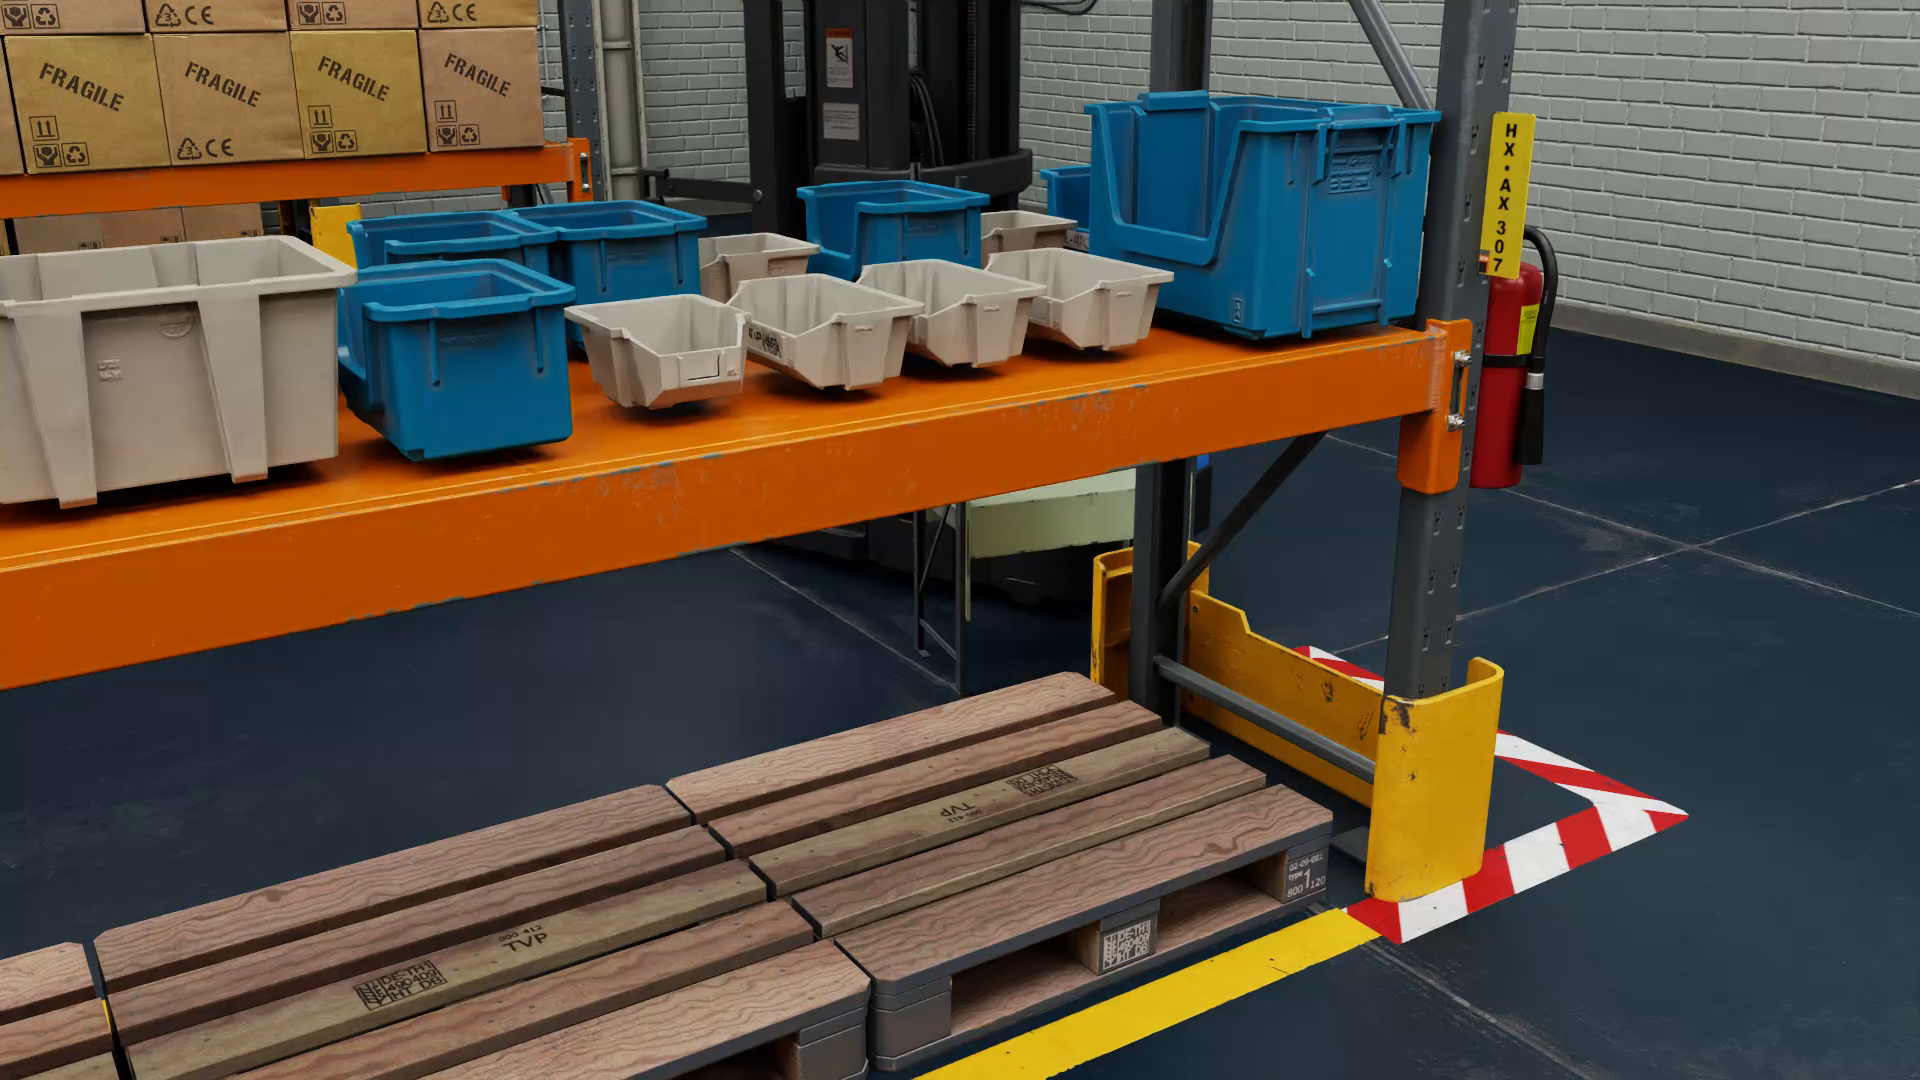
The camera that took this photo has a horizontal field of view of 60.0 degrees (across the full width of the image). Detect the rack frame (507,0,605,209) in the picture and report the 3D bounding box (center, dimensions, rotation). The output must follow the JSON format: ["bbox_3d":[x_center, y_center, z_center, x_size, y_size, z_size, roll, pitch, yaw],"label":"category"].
[{"bbox_3d":[-1.931,-2.089,7.741,0.127,3.000,1.000,-12,22,-31],"label":"rack frame"}]

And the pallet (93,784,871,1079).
[{"bbox_3d":[-0.938,0.906,3.236,1.213,0.211,1.003,-12,22,-31],"label":"pallet"}]

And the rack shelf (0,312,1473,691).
[{"bbox_3d":[-0.880,-0.071,2.893,4.000,0.370,1.077,-12,22,-31],"label":"rack shelf"}]

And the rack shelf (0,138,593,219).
[{"bbox_3d":[-3.602,-1.396,6.814,4.000,0.370,1.077,-12,22,-31],"label":"rack shelf"}]

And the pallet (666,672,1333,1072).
[{"bbox_3d":[0.080,0.692,3.868,1.213,0.211,1.003,-12,22,-31],"label":"pallet"}]

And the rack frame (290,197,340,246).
[{"bbox_3d":[-4.659,-3.414,11.658,0.127,3.000,1.000,-12,22,-31],"label":"rack frame"}]

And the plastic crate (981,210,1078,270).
[{"bbox_3d":[0.089,-0.677,3.883,0.298,0.136,0.250,-12,22,-31],"label":"plastic crate"}]

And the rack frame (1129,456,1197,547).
[{"bbox_3d":[0.622,-0.394,5.068,0.023,1.500,0.400,-7,20,-20],"label":"rack frame"}]

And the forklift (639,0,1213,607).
[{"bbox_3d":[-0.596,-1.503,6.114,3.031,2.935,1.130,11,22,30],"label":"forklift"}]

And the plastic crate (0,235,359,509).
[{"bbox_3d":[-1.174,-0.251,2.395,0.530,0.282,0.437,-12,22,-31],"label":"plastic crate"}]

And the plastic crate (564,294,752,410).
[{"bbox_3d":[-0.498,-0.315,2.812,0.250,0.136,0.298,-12,22,-31],"label":"plastic crate"}]

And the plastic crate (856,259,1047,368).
[{"bbox_3d":[-0.042,-0.428,3.145,0.243,0.136,0.396,-12,22,-31],"label":"plastic crate"}]

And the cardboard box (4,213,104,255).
[{"bbox_3d":[-6.026,-2.101,11.024,0.500,0.500,0.700,-13,22,-33],"label":"cardboard box"}]

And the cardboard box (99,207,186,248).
[{"bbox_3d":[-5.606,-2.190,11.287,0.500,0.500,0.700,-12,22,-32],"label":"cardboard box"}]

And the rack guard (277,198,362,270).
[{"bbox_3d":[-4.639,-2.234,12.071,0.348,0.500,1.175,-12,22,-31],"label":"rack guard"}]

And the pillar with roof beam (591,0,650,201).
[{"bbox_3d":[-0.512,-5.811,9.383,0.400,9.000,9.100,-12,22,-31],"label":"pillar with roof beam"}]

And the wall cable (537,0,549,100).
[{"bbox_3d":[-4.110,-4.373,12.911,1.851,1.984,0.084,-12,22,-31],"label":"wall cable"}]

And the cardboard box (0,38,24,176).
[{"bbox_3d":[-3.851,-1.627,6.219,0.500,0.500,0.500,-12,22,-32],"label":"cardboard box"}]

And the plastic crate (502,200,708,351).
[{"bbox_3d":[-0.697,-0.525,3.283,0.300,0.233,0.416,-12,22,-31],"label":"plastic crate"}]

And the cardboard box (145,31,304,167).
[{"bbox_3d":[-3.007,-1.806,6.748,0.500,0.500,0.500,-12,22,-31],"label":"cardboard box"}]

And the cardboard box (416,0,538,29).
[{"bbox_3d":[-2.152,-2.458,7.115,0.500,0.500,0.500,-12,22,-32],"label":"cardboard box"}]

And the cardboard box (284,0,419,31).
[{"bbox_3d":[-2.573,-2.369,6.851,0.500,0.500,0.500,-11,22,-30],"label":"cardboard box"}]

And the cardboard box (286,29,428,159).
[{"bbox_3d":[-2.587,-1.893,7.003,0.500,0.500,0.500,-12,22,-31],"label":"cardboard box"}]

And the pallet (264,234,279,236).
[{"bbox_3d":[-5.284,-1.931,11.626,1.213,0.211,1.003,-12,22,-31],"label":"pallet"}]

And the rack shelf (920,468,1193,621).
[{"bbox_3d":[0.280,-0.043,5.048,0.720,0.370,0.431,-7,20,-20],"label":"rack shelf"}]

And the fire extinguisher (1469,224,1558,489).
[{"bbox_3d":[1.166,-0.455,3.611,0.183,0.674,0.296,-12,22,-31],"label":"fire extinguisher"}]

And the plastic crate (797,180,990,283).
[{"bbox_3d":[-0.147,-0.641,3.626,0.300,0.233,0.416,-12,22,-31],"label":"plastic crate"}]

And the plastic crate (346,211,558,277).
[{"bbox_3d":[-0.948,-0.473,3.127,0.300,0.233,0.416,-12,22,-31],"label":"plastic crate"}]

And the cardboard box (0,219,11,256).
[{"bbox_3d":[-6.467,-2.005,10.741,0.500,0.500,0.700,-11,22,-30],"label":"cardboard box"}]

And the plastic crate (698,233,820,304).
[{"bbox_3d":[-0.477,-0.558,3.529,0.298,0.136,0.250,-12,22,-31],"label":"plastic crate"}]

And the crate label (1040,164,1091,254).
[{"bbox_3d":[0.403,-0.757,3.969,0.303,0.233,0.416,-12,22,-31],"label":"crate label"}]

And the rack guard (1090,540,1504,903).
[{"bbox_3d":[0.803,0.413,4.243,0.348,0.500,1.175,-12,22,-31],"label":"rack guard"}]

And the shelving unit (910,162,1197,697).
[{"bbox_3d":[0.280,-0.352,4.944,0.755,1.500,0.431,-7,20,-20],"label":"shelving unit"}]

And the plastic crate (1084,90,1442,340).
[{"bbox_3d":[0.613,-0.700,3.482,0.499,0.435,0.616,-12,22,-31],"label":"plastic crate"}]

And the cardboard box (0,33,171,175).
[{"bbox_3d":[-3.428,-1.717,6.485,0.500,0.500,0.500,-12,22,-32],"label":"cardboard box"}]

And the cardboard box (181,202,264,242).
[{"bbox_3d":[-5.188,-2.278,11.548,0.500,0.500,0.700,-12,22,-31],"label":"cardboard box"}]

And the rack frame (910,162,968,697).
[{"bbox_3d":[-0.061,-0.310,4.819,0.023,1.500,0.400,-7,20,-20],"label":"rack frame"}]

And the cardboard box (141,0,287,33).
[{"bbox_3d":[-3.004,-2.277,6.578,0.500,0.500,0.500,-11,22,-30],"label":"cardboard box"}]

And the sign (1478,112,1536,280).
[{"bbox_3d":[1.106,-0.697,3.367,0.005,0.325,0.100,-12,22,-31],"label":"sign"}]

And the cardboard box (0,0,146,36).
[{"bbox_3d":[-3.433,-2.186,6.310,0.500,0.500,0.500,-11,22,-30],"label":"cardboard box"}]

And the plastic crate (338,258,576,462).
[{"bbox_3d":[-0.784,-0.282,2.564,0.300,0.233,0.416,-12,22,-31],"label":"plastic crate"}]

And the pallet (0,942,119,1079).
[{"bbox_3d":[-1.958,1.122,2.596,1.213,0.211,1.003,-12,22,-31],"label":"pallet"}]

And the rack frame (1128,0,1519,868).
[{"bbox_3d":[0.790,-0.764,3.820,0.127,3.000,1.000,-12,22,-31],"label":"rack frame"}]

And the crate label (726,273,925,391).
[{"bbox_3d":[-0.261,-0.372,2.980,0.243,0.136,0.396,-12,22,-31],"label":"crate label"}]

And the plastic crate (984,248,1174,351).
[{"bbox_3d":[0.208,-0.475,3.284,0.243,0.136,0.396,-12,22,-31],"label":"plastic crate"}]

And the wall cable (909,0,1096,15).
[{"bbox_3d":[0.261,-5.685,13.859,0.112,2.526,3.097,-12,22,-31],"label":"wall cable"}]

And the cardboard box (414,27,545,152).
[{"bbox_3d":[-2.156,-1.985,7.276,0.500,0.500,0.500,-11,22,-30],"label":"cardboard box"}]
